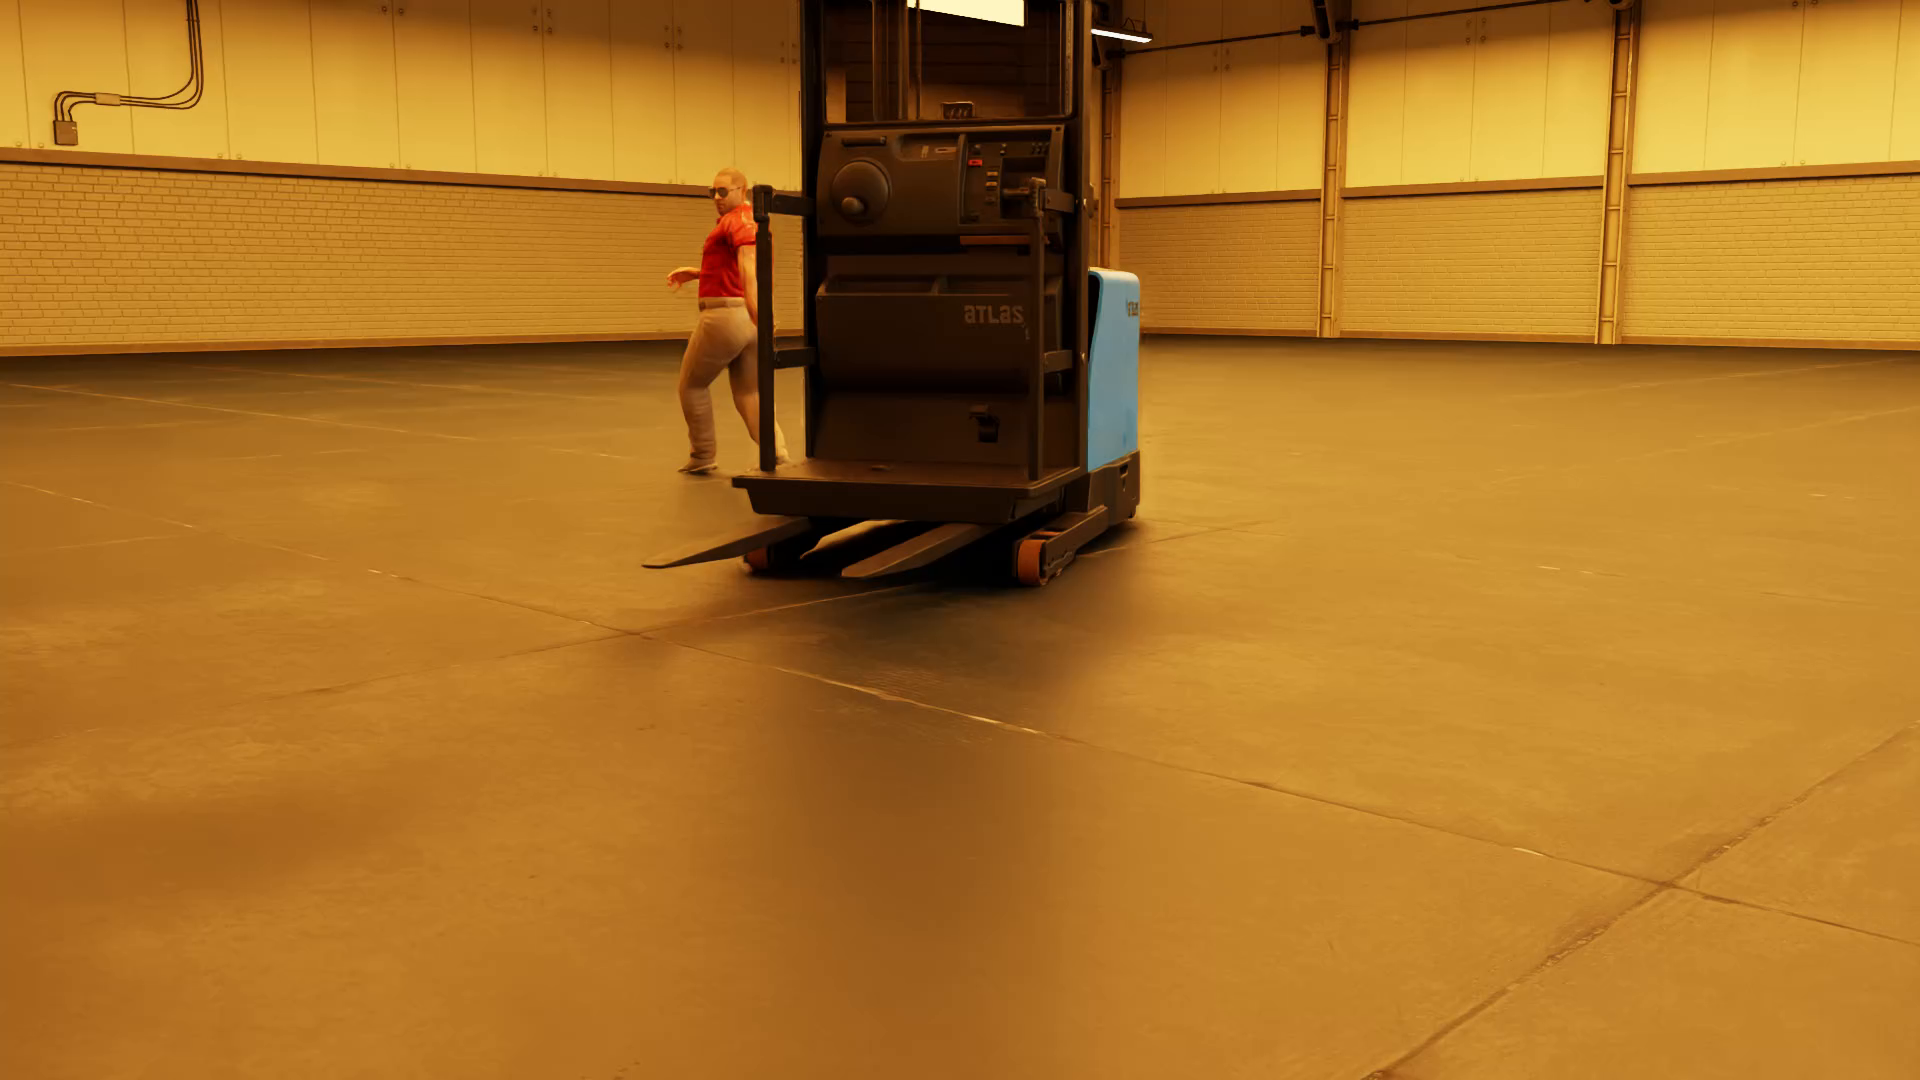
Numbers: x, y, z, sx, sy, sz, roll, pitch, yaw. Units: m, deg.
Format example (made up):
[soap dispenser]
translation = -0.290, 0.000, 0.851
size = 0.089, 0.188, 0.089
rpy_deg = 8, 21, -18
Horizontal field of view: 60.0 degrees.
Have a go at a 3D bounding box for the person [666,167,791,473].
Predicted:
[person]
translation = -1.216, -1.143, 8.929
size = 0.969, 1.678, 0.556
rpy_deg = 7, 11, 37

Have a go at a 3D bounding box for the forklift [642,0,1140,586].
[forklift]
translation = -0.138, -1.357, 5.884
size = 1.130, 2.935, 3.031
rpy_deg = 3, 9, 17
